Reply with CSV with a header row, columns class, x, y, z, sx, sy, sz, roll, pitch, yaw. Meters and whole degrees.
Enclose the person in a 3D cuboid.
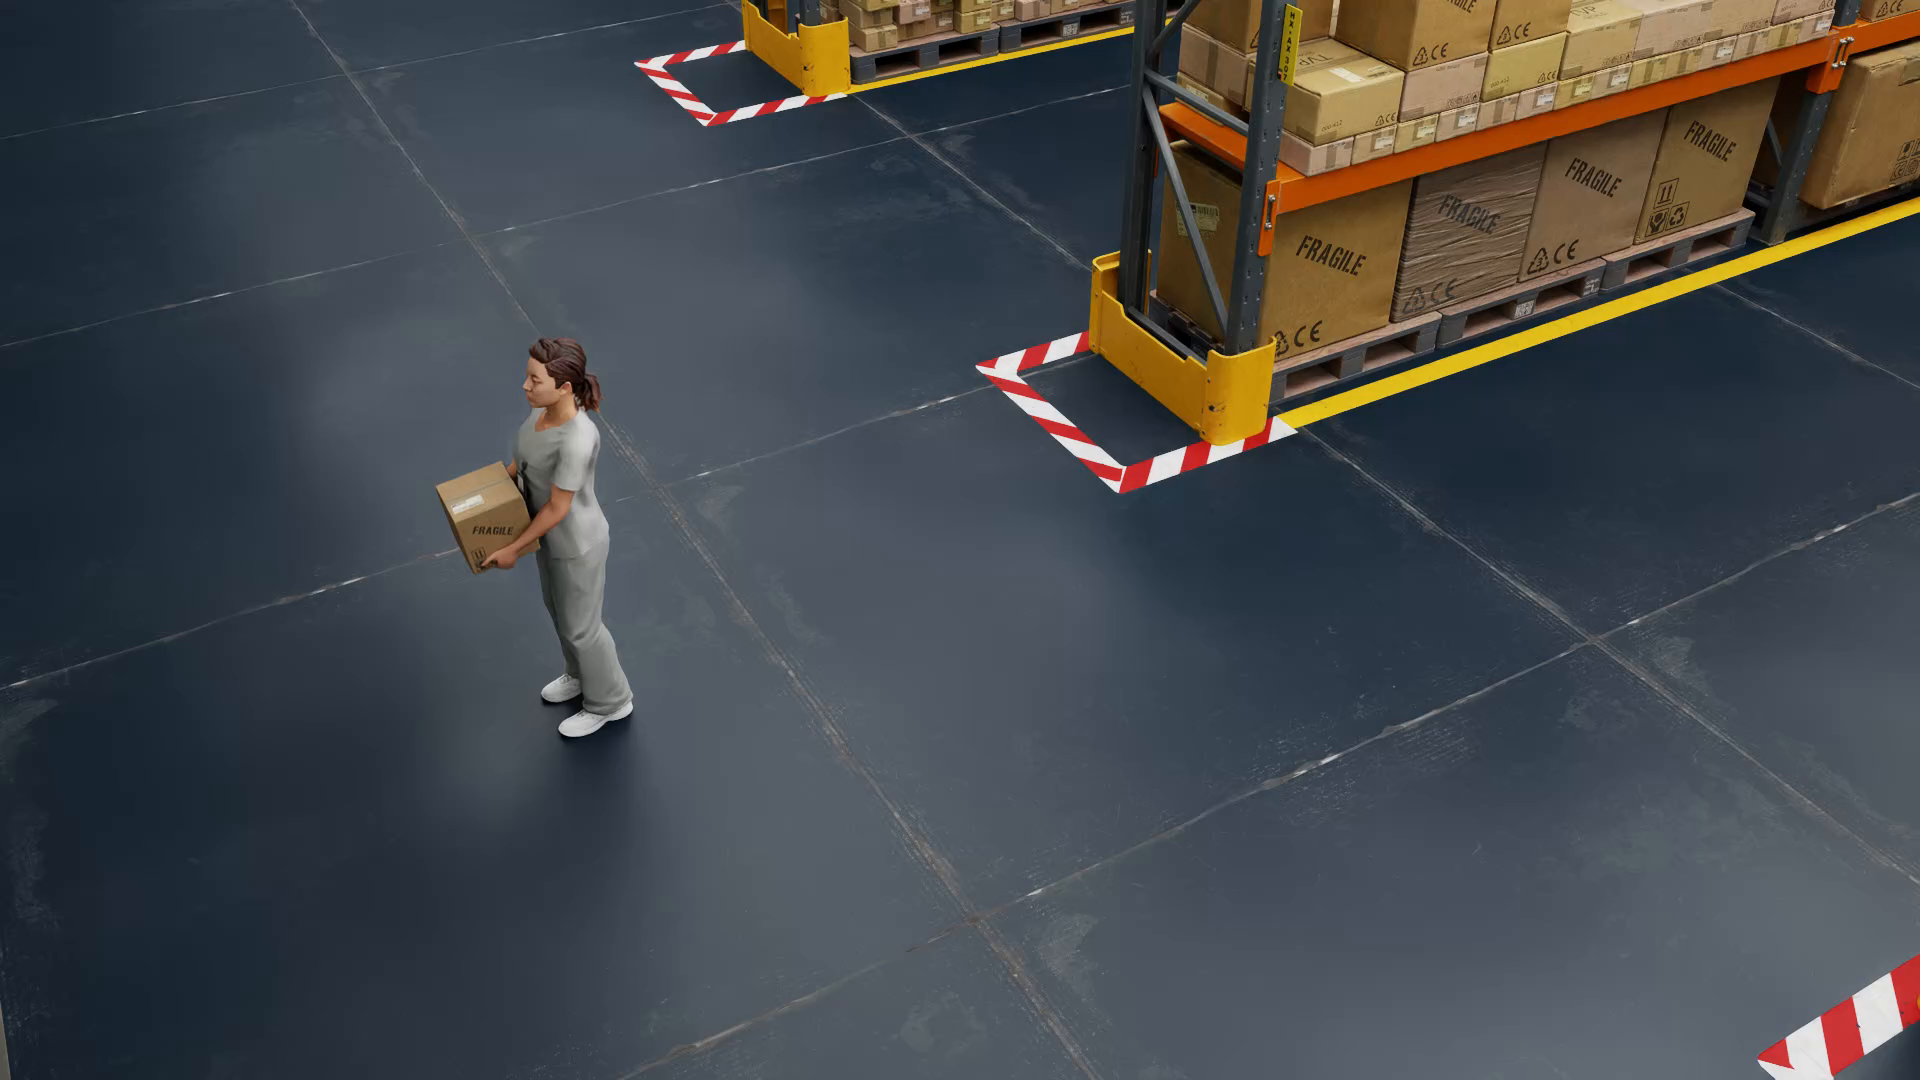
class,x,y,z,sx,sy,sz,roll,pitch,yaw
person,-1.515,0.012,6.146,0.558,1.664,0.436,-18,41,-23
